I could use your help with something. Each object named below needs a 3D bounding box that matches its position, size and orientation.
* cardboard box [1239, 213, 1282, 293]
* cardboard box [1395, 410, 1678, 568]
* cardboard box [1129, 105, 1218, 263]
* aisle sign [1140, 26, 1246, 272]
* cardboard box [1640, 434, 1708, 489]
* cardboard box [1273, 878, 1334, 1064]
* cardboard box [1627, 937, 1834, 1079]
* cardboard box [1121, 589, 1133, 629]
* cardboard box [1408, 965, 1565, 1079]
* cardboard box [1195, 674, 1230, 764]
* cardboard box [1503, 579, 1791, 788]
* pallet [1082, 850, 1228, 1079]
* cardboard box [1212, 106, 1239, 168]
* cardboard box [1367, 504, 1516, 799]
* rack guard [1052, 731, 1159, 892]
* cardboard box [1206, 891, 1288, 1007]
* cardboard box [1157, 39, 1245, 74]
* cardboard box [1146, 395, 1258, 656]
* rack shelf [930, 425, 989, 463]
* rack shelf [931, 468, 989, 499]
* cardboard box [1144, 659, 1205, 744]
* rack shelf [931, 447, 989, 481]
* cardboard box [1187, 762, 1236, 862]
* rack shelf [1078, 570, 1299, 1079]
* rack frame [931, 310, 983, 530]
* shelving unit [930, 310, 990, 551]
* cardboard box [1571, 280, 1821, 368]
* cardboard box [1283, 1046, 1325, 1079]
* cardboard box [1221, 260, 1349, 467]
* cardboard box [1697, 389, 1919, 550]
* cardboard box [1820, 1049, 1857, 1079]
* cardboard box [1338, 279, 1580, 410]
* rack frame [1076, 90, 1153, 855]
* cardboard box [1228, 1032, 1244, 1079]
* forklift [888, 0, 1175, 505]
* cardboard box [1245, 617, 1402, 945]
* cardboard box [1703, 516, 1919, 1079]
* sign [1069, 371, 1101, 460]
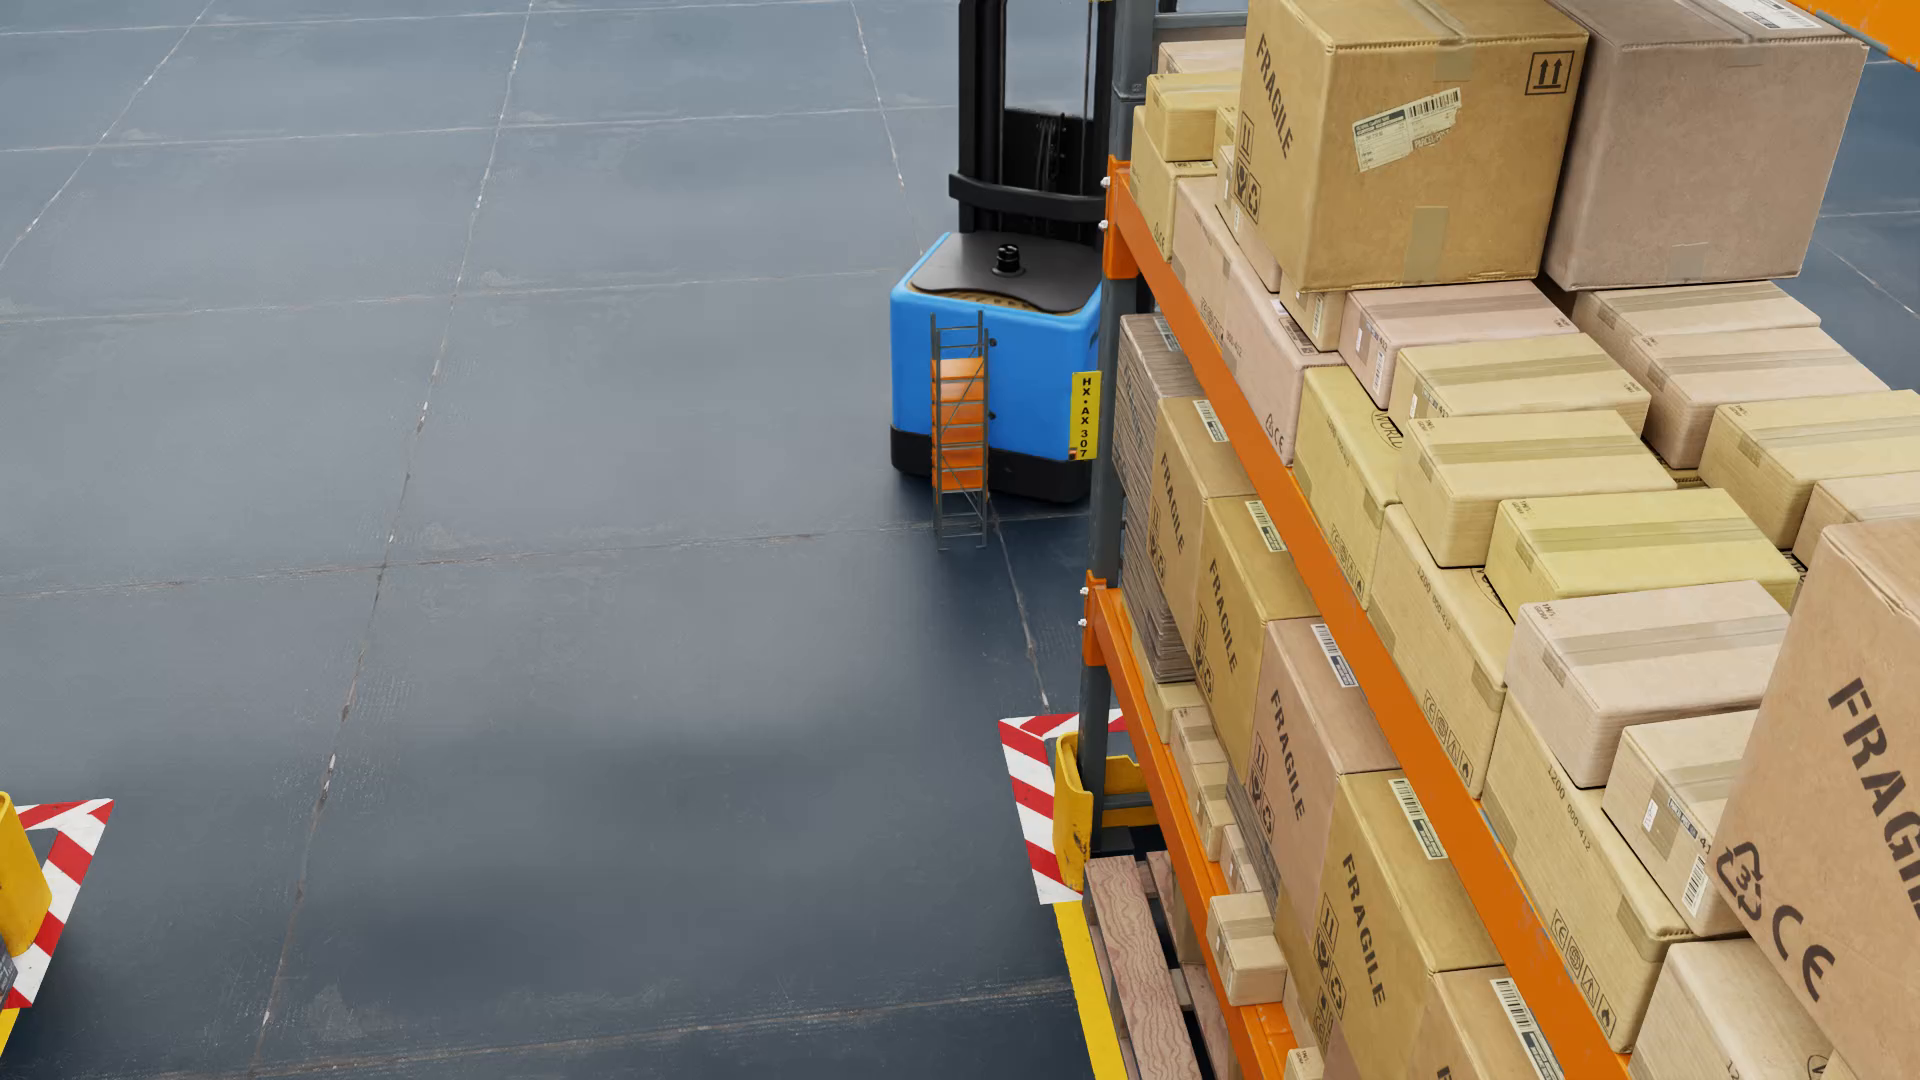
[{"bbox_3d":[0.844,-0.680,3.700,0.380,0.149,0.250,-4,35,-7],"label":"cardboard box"},{"bbox_3d":[0.972,-0.091,2.835,0.380,0.149,0.250,-3,34,-4],"label":"cardboard box"},{"bbox_3d":[0.755,-0.975,4.487,0.500,0.250,0.500,-3,34,-5],"label":"cardboard box"},{"bbox_3d":[0.641,-1.172,4.998,0.394,0.787,0.004,-4,35,-6],"label":"aisle sign"},{"bbox_3d":[1.466,-0.168,3.303,0.500,0.250,0.500,-5,35,-7],"label":"cardboard box"},{"bbox_3d":[1.260,0.891,3.926,0.875,0.500,0.500,-4,35,-6],"label":"cardboard box"},{"bbox_3d":[1.164,0.734,1.979,0.500,0.250,0.500,-3,34,-5],"label":"cardboard box"},{"bbox_3d":[0.749,0.195,5.523,0.380,0.149,0.250,-4,35,-6],"label":"cardboard box"},{"bbox_3d":[1.083,1.060,2.791,0.500,0.500,0.500,-4,35,-6],"label":"cardboard box"},{"bbox_3d":[1.179,0.329,4.751,0.875,0.500,0.500,-4,35,-6],"label":"cardboard box"},{"bbox_3d":[1.027,0.203,2.404,0.380,0.149,0.250,-5,35,-8],"label":"cardboard box"},{"bbox_3d":[1.031,1.565,5.766,1.003,0.211,1.213,-4,35,-6],"label":"pallet"},{"bbox_3d":[0.849,-0.974,4.130,0.380,0.149,0.250,-5,35,-7],"label":"cardboard box"},{"bbox_3d":[1.031,0.158,2.825,0.500,0.250,0.500,-5,35,-7],"label":"cardboard box"},{"bbox_3d":[0.957,0.989,6.354,1.175,0.500,0.348,-4,35,-6],"label":"rack guard"},{"bbox_3d":[0.854,1.039,4.284,0.380,0.149,0.250,-4,35,-6],"label":"cardboard box"},{"bbox_3d":[0.754,-1.257,4.547,0.380,0.149,0.250,-5,35,-7],"label":"cardboard box"},{"bbox_3d":[0.811,-0.056,4.428,0.500,0.500,0.500,-4,35,-6],"label":"cardboard box"},{"bbox_3d":[-0.002,-0.467,7.949,0.258,0.103,0.180,-4,35,-6],"label":"rack shelf"},{"bbox_3d":[-0.002,-0.269,8.084,0.258,0.103,0.180,-4,35,-6],"label":"rack shelf"},{"bbox_3d":[0.782,0.477,5.110,0.380,0.149,0.250,-4,35,-6],"label":"cardboard box"},{"bbox_3d":[-0.002,-0.368,8.017,0.258,0.103,0.180,-4,35,-6],"label":"rack shelf"},{"bbox_3d":[0.863,0.754,4.702,0.380,0.149,0.250,-4,35,-6],"label":"cardboard box"},{"bbox_3d":[1.215,1.327,4.277,1.077,0.370,4.000,-4,35,-6],"label":"rack shelf"},{"bbox_3d":[-0.014,-0.555,7.999,0.240,1.200,0.006,-4,35,-6],"label":"rack frame"},{"bbox_3d":[-0.002,-0.504,7.924,0.258,1.200,0.189,-4,35,-6],"label":"shelving unit"},{"bbox_3d":[1.452,-0.414,3.309,0.380,0.149,0.250,-6,35,-9],"label":"cardboard box"},{"bbox_3d":[0.977,1.314,3.881,0.380,0.149,0.250,-4,35,-6],"label":"cardboard box"},{"bbox_3d":[0.893,-0.411,3.659,0.500,0.250,0.500,-4,35,-7],"label":"cardboard box"},{"bbox_3d":[1.534,-0.126,2.886,0.380,0.149,0.250,-5,35,-7],"label":"cardboard box"},{"bbox_3d":[1.154,0.644,1.756,0.380,0.149,0.250,-3,34,-5],"label":"cardboard box"},{"bbox_3d":[0.975,-0.393,3.279,0.380,0.149,0.250,-5,35,-7],"label":"cardboard box"},{"bbox_3d":[0.947,-0.086,5.713,1.000,3.000,0.127,-4,35,-6],"label":"rack frame"},{"bbox_3d":[1.128,1.454,5.299,0.500,0.500,0.500,4,35,6],"label":"cardboard box"},{"bbox_3d":[0.618,-2.211,8.892,1.130,2.935,3.031,12,36,17],"label":"forklift"},{"bbox_3d":[0.953,0.501,3.610,0.500,0.500,0.500,-4,35,-6],"label":"cardboard box"},{"bbox_3d":[1.171,0.304,1.680,0.500,0.500,0.500,-5,35,-8],"label":"cardboard box"},{"bbox_3d":[0.409,-0.403,5.408,0.100,0.325,0.005,-4,35,-6],"label":"sign"}]
